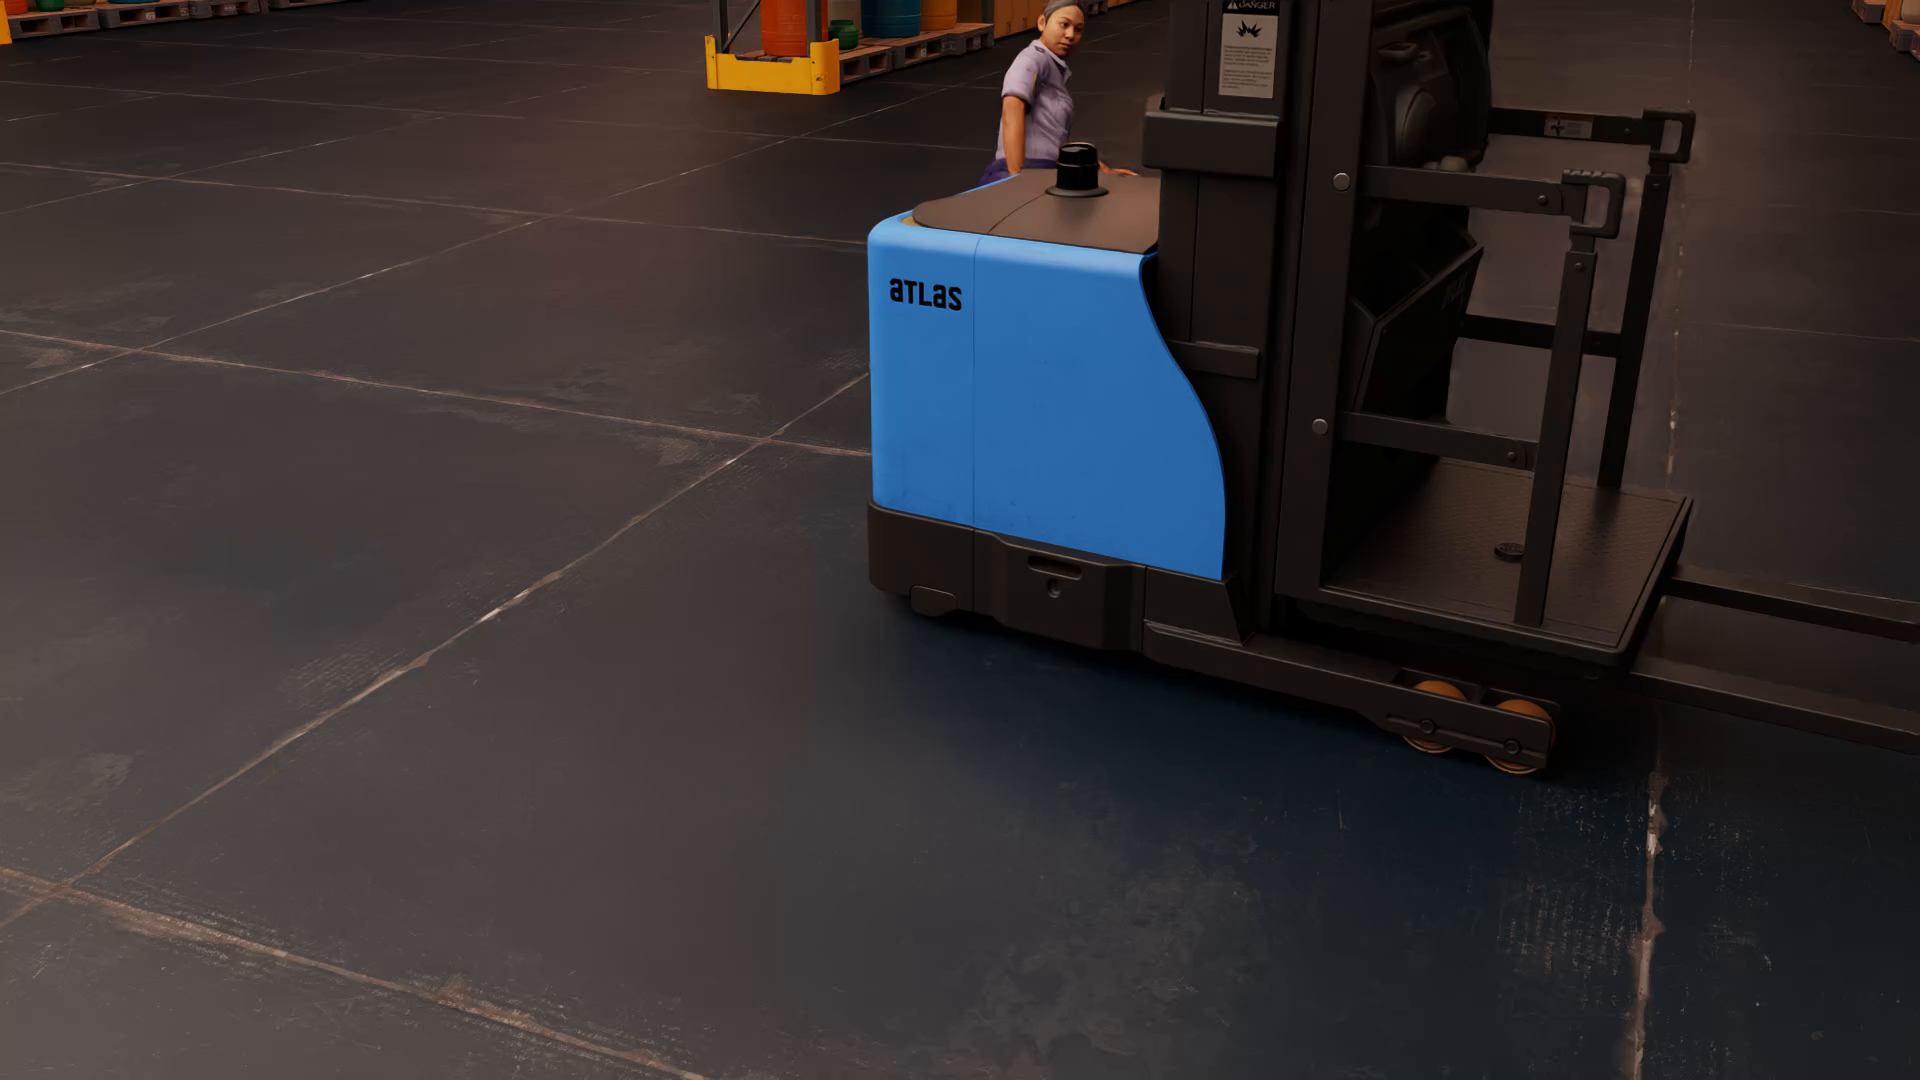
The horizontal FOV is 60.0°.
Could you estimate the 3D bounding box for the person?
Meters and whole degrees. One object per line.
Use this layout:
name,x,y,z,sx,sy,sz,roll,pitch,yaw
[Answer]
person,0.411,-1.325,6.396,0.729,1.473,0.703,-6,23,-15

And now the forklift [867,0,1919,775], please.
forklift,1.283,-1.050,3.804,3.031,2.935,1.130,12,26,27
